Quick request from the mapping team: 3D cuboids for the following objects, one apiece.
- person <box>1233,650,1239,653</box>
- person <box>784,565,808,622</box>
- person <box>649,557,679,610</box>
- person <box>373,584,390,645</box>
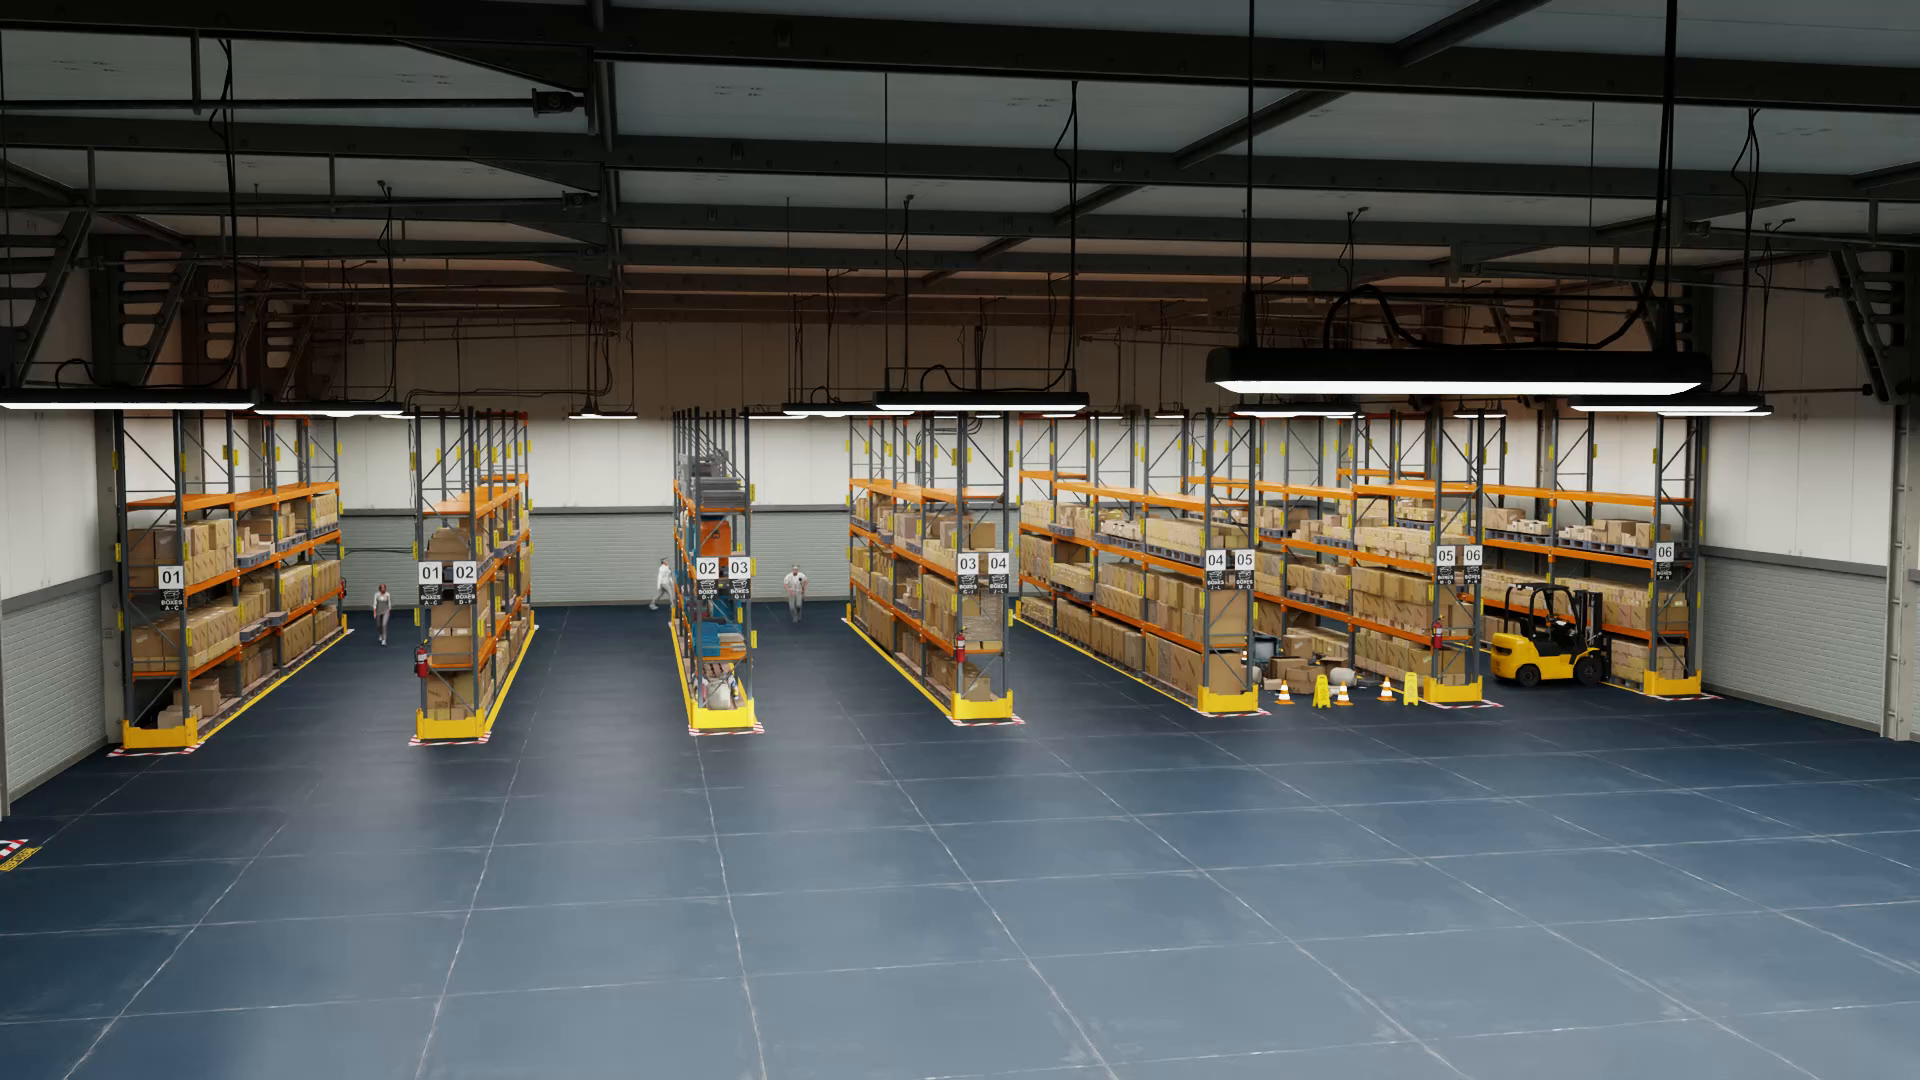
[{"bbox_3d":[6.445,2.070,39.629,0.626,1.783,0.409,-3,5,-39],"label":"person"},{"bbox_3d":[-4.683,1.517,47.407,0.674,1.683,0.732,0,4,-3],"label":"person"},{"bbox_3d":[-8.918,1.312,50.411,1.015,1.636,0.458,0,4,-1],"label":"person"},{"bbox_3d":[-14.869,1.885,42.777,0.397,1.551,0.871,-1,4,-12],"label":"person"}]
